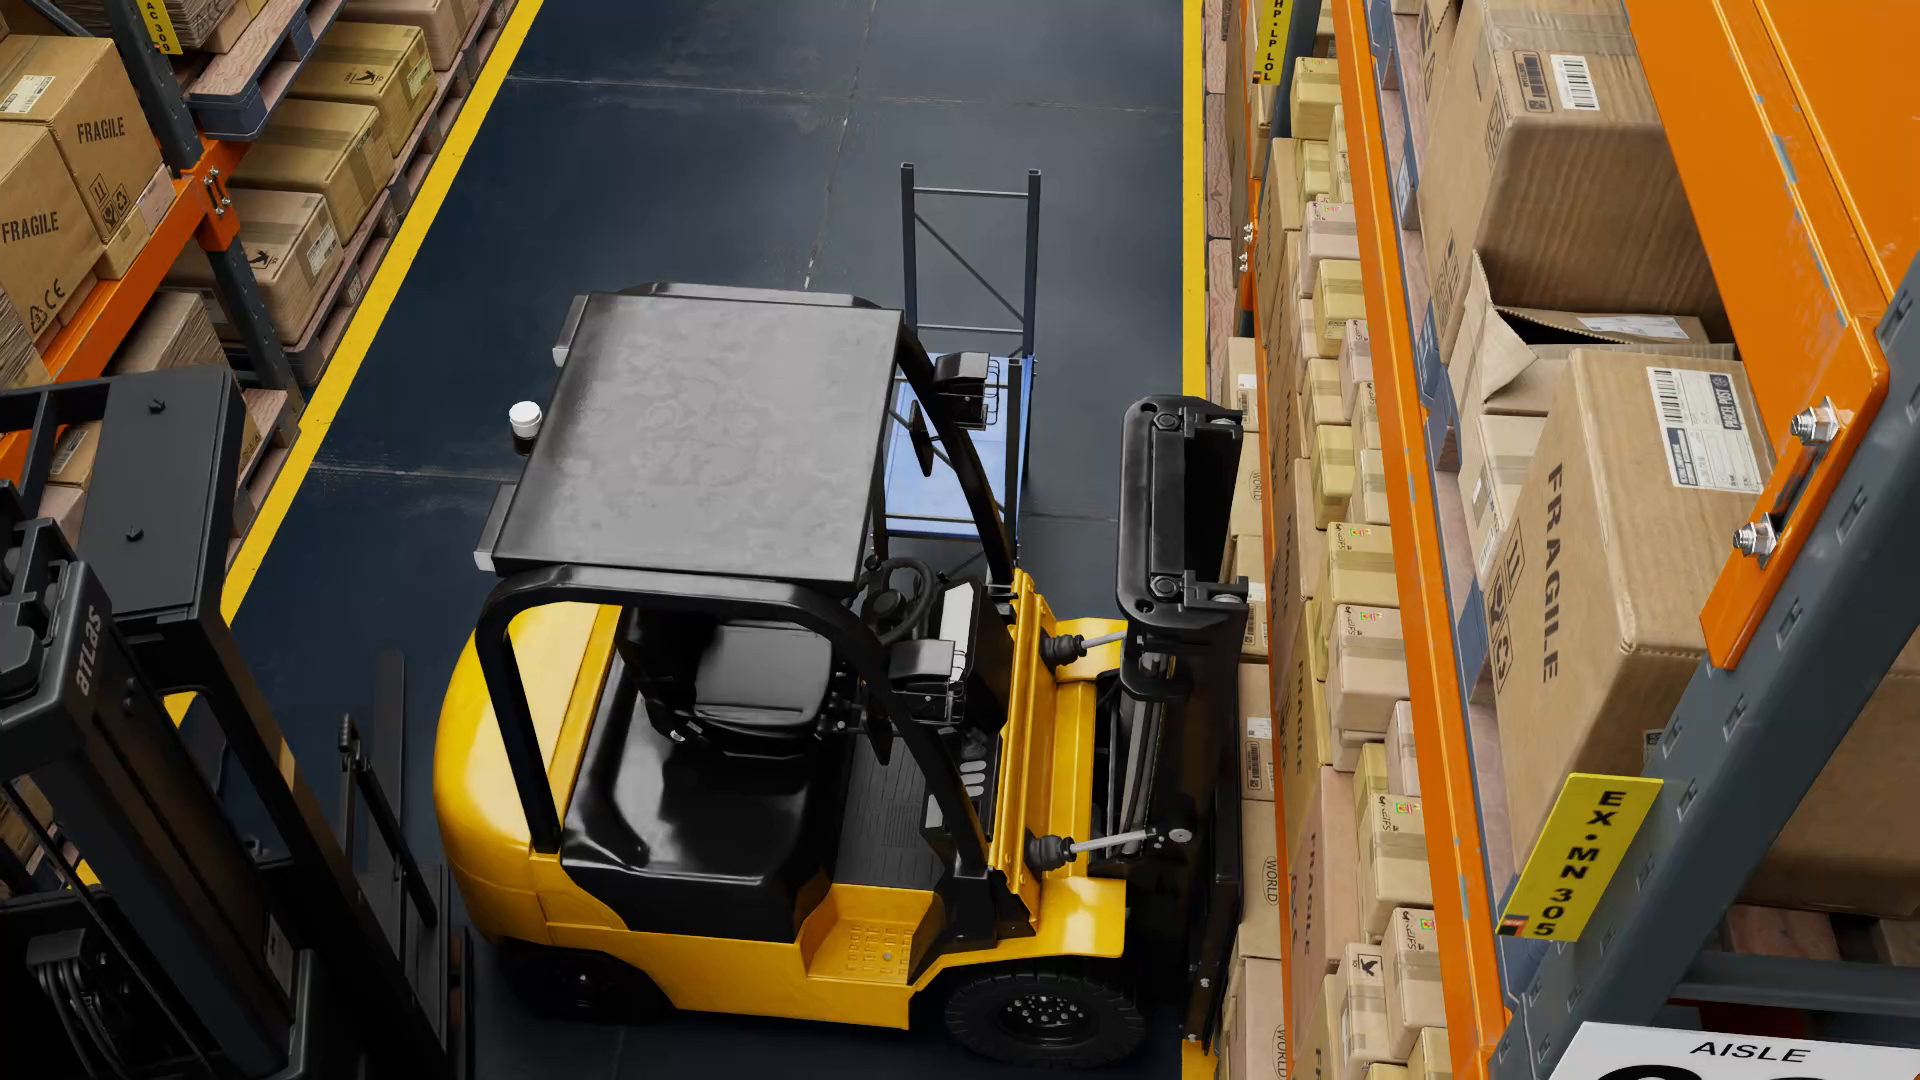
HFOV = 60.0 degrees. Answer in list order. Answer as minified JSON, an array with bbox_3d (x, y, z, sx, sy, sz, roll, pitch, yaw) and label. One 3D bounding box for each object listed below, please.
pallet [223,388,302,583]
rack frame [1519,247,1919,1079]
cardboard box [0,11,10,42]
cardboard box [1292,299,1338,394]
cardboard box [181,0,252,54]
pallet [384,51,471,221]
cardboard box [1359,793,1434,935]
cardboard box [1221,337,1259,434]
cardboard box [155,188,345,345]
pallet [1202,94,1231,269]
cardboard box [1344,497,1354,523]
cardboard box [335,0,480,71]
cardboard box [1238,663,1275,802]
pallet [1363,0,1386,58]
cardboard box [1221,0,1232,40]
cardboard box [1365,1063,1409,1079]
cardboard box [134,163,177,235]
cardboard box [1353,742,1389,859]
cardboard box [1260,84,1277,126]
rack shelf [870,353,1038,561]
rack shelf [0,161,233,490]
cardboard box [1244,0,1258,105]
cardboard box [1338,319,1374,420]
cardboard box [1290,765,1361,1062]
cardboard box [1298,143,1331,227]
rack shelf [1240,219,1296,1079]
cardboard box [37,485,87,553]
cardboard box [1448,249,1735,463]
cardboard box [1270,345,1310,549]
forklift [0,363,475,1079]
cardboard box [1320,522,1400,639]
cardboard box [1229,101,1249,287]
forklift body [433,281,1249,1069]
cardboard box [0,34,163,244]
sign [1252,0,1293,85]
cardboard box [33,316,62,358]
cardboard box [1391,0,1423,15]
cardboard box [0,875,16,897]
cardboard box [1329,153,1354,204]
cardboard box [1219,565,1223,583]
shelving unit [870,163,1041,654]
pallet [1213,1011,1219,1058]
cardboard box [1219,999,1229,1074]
[{"bbox_3d":[-3.392,-0.150,6.744,1.003,0.211,1.213,4,48,4],"label":"pallet"},{"bbox_3d":[1.213,-0.341,0.964,1.000,3.000,0.127,4,48,4],"label":"rack frame"},{"bbox_3d":[-3.622,-1.750,5.370,0.700,0.500,0.500,3,48,3],"label":"cardboard box"},{"bbox_3d":[1.146,-0.539,4.703,0.380,0.149,0.250,3,48,3],"label":"cardboard box"},{"bbox_3d":[-3.001,-2.029,6.458,0.380,0.149,0.250,5,48,4],"label":"cardboard box"},{"bbox_3d":[-3.188,-2.117,8.543,1.003,0.211,1.213,4,48,4],"label":"pallet"},{"bbox_3d":[1.024,0.676,3.390,0.380,0.149,0.250,5,48,4],"label":"cardboard box"},{"bbox_3d":[1.221,-0.472,6.051,0.500,0.250,0.500,3,48,3],"label":"cardboard box"},{"bbox_3d":[-3.321,-1.227,7.336,0.950,0.372,0.625,4,48,4],"label":"cardboard box"},{"bbox_3d":[1.714,-1.758,8.214,1.003,0.211,1.213,4,48,4],"label":"pallet"},{"bbox_3d":[1.170,0.036,4.177,0.380,0.149,0.250,4,48,3],"label":"cardboard box"},{"bbox_3d":[-3.122,-2.824,8.796,0.950,0.372,0.625,3,48,3],"label":"cardboard box"},{"bbox_3d":[1.074,0.654,5.020,0.500,0.250,0.500,3,48,3],"label":"cardboard box"},{"bbox_3d":[1.525,-1.610,4.217,1.003,0.211,1.213,4,48,4],"label":"pallet"},{"bbox_3d":[1.871,-3.078,8.857,0.875,0.625,0.625,5,48,5],"label":"cardboard box"},{"bbox_3d":[0.965,1.157,3.151,0.380,0.149,0.250,5,48,4],"label":"cardboard box"},{"bbox_3d":[-3.092,-1.245,6.026,0.380,0.149,0.250,3,48,3],"label":"cardboard box"},{"bbox_3d":[1.077,0.600,3.661,0.380,0.149,0.250,4,48,3],"label":"cardboard box"},{"bbox_3d":[1.367,-1.752,6.082,0.500,0.250,0.500,3,48,3],"label":"cardboard box"},{"bbox_3d":[-0.008,-0.322,6.272,0.538,0.185,1.000,4,48,4],"label":"rack shelf"},{"bbox_3d":[-3.549,0.126,5.090,1.077,0.370,4.000,4,48,4],"label":"rack shelf"},{"bbox_3d":[1.403,-1.963,6.614,0.500,0.250,0.500,4,48,3],"label":"cardboard box"},{"bbox_3d":[1.214,-0.442,4.413,0.380,0.149,0.250,4,48,3],"label":"cardboard box"},{"bbox_3d":[1.052,0.890,3.835,0.500,0.500,0.500,5,48,5],"label":"cardboard box"},{"bbox_3d":[1.264,-1.101,5.217,0.380,0.149,0.250,5,48,4],"label":"cardboard box"},{"bbox_3d":[1.395,0.457,4.787,1.077,0.370,4.000,4,48,4],"label":"rack shelf"},{"bbox_3d":[-3.243,0.148,5.652,0.500,0.500,0.500,6,48,6],"label":"cardboard box"},{"bbox_3d":[1.009,-0.274,2.674,0.396,0.266,0.258,4,48,4],"label":"cardboard box"},{"bbox_3d":[1.201,-0.225,4.855,0.500,0.500,0.500,3,48,3],"label":"cardboard box"},{"bbox_3d":[-2.077,0.699,4.124,1.130,2.935,3.031,-9,48,-8],"label":"forklift"},{"bbox_3d":[1.052,0.109,3.909,0.380,0.149,0.250,5,48,4],"label":"cardboard box"},{"bbox_3d":[1.692,-1.550,7.459,0.875,0.625,0.625,3,48,3],"label":"cardboard box"},{"bbox_3d":[-0.431,0.454,4.877,2.313,2.155,1.214,4,48,4],"label":"forklift body"},{"bbox_3d":[-3.159,-1.378,5.708,0.500,0.500,0.500,3,48,3],"label":"cardboard box"},{"bbox_3d":[1.036,-1.649,5.494,0.100,0.325,0.005,4,48,4],"label":"sign"},{"bbox_3d":[-3.246,-0.693,5.521,0.380,0.149,0.250,3,48,3],"label":"cardboard box"},{"bbox_3d":[1.139,-1.328,3.638,0.396,0.266,0.258,3,48,3],"label":"cardboard box"},{"bbox_3d":[-3.328,1.190,5.207,0.500,0.250,0.500,5,48,5],"label":"cardboard box"},{"bbox_3d":[1.304,-1.008,4.930,0.380,0.149,0.250,3,48,3],"label":"cardboard box"},{"bbox_3d":[1.182,0.067,5.896,0.500,0.250,0.500,4,48,3],"label":"cardboard box"},{"bbox_3d":[-0.008,-0.443,6.139,0.538,1.500,1.048,4,48,4],"label":"shelving unit"},{"bbox_3d":[1.354,1.166,5.540,1.003,0.211,1.213,4,48,4],"label":"pallet"},{"bbox_3d":[1.050,1.372,5.041,0.500,0.250,0.500,4,48,4],"label":"cardboard box"}]
